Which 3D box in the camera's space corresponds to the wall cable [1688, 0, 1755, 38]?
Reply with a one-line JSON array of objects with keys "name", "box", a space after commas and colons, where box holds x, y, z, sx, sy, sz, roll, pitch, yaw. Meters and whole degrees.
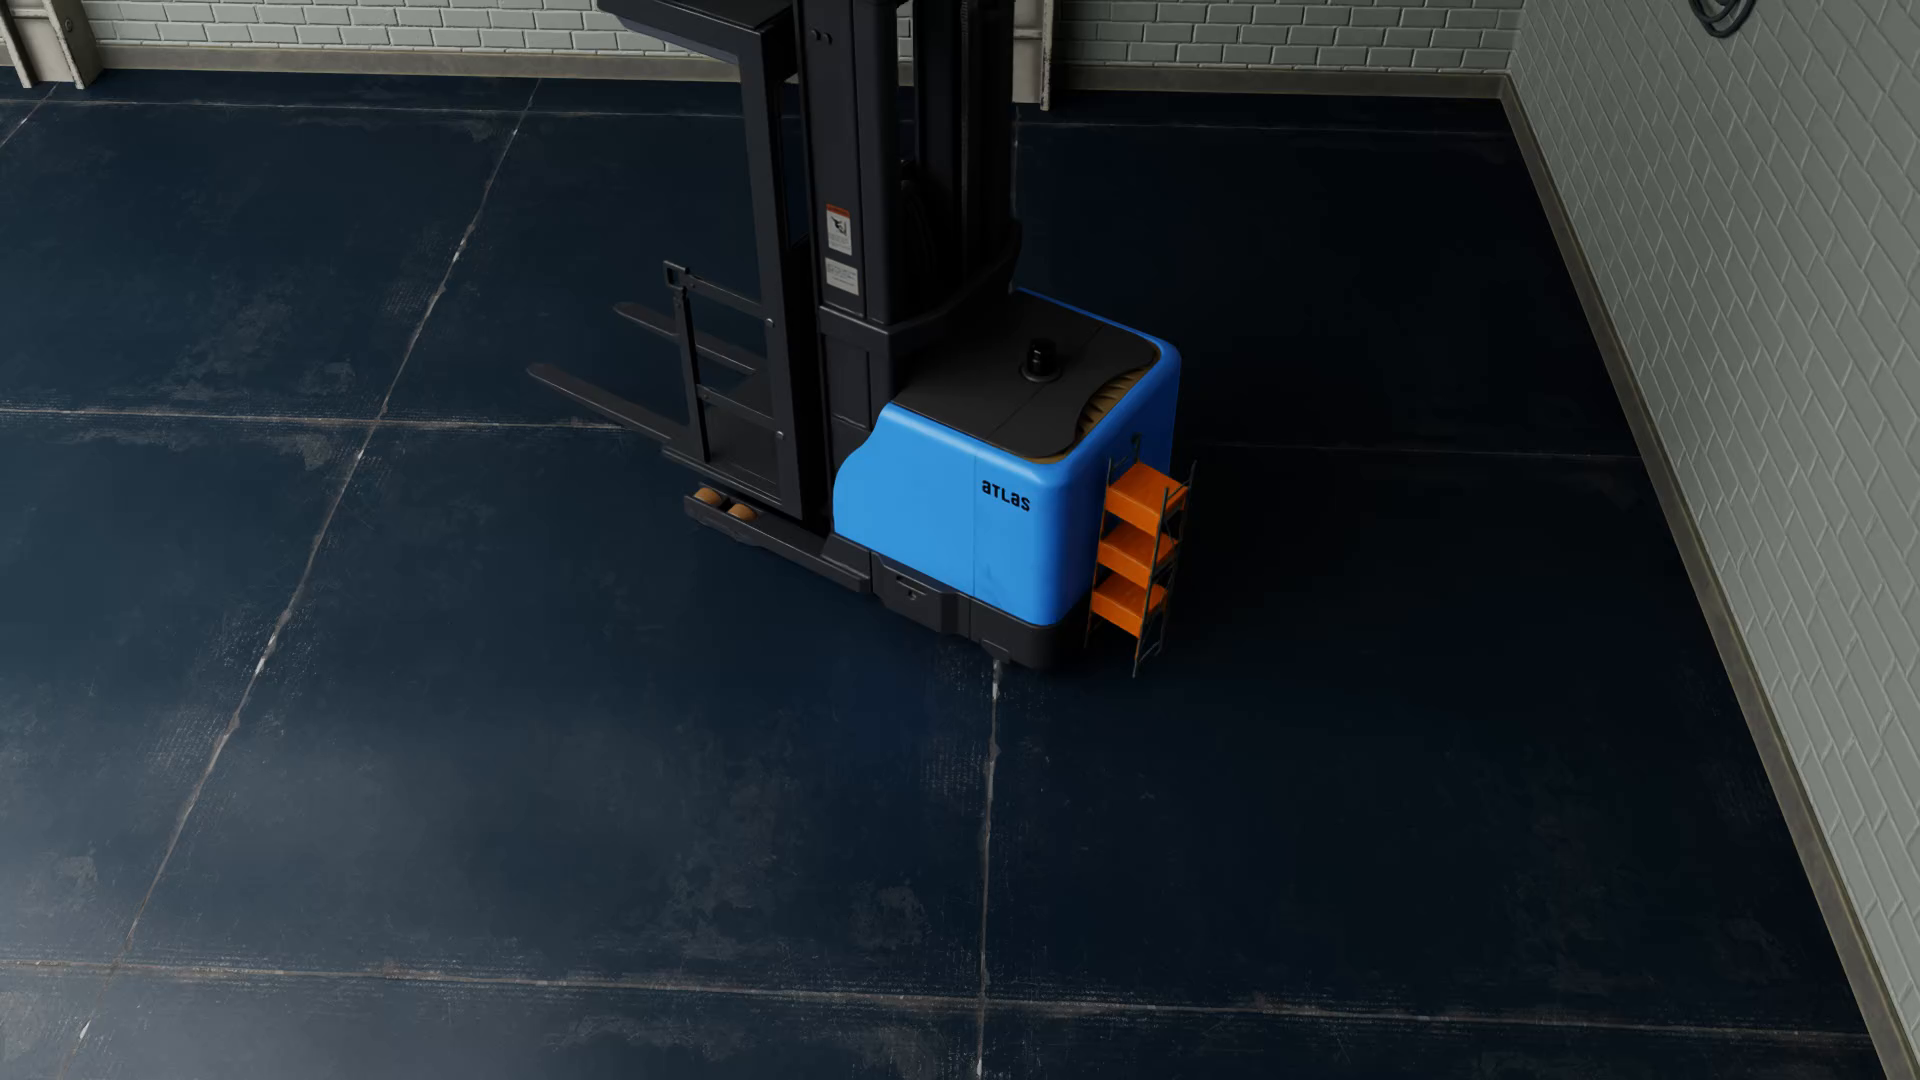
[{"name": "wall cable", "box": [3.241, -3.900, 7.198, 0.112, 2.526, 3.097, 2, 43, 2]}]

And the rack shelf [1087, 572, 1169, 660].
[{"name": "rack shelf", "box": [0.678, 0.282, 6.677, 0.240, 0.259, 0.215, 31, 51, 25]}]

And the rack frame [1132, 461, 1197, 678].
[{"name": "rack frame", "box": [0.784, 0.134, 6.421, 0.008, 1.050, 0.200, 31, 51, 25]}]

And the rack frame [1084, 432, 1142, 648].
[{"name": "rack frame", "box": [0.595, 0.021, 6.525, 0.008, 1.050, 0.200, 31, 51, 25]}]

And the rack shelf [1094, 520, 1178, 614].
[{"name": "rack shelf", "box": [0.689, 0.085, 6.481, 0.240, 0.259, 0.215, 31, 51, 25]}]

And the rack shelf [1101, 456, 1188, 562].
[{"name": "rack shelf", "box": [0.700, -0.116, 6.280, 0.240, 0.259, 0.215, 31, 51, 25]}]

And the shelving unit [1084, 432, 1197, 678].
[{"name": "shelving unit", "box": [0.690, 0.077, 6.473, 0.252, 1.050, 0.215, 31, 51, 25]}]

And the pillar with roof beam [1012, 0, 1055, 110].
[{"name": "pillar with roof beam", "box": [0.164, -3.096, 4.057, 0.400, 9.000, 9.100, 2, 43, 2]}]

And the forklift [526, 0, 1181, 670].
[{"name": "forklift", "box": [-0.616, -1.339, 6.622, 3.031, 2.935, 1.130, 24, 48, 24]}]

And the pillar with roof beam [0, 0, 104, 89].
[{"name": "pillar with roof beam", "box": [-5.830, -3.280, 4.254, 0.400, 9.000, 9.100, 2, 43, 2]}]
